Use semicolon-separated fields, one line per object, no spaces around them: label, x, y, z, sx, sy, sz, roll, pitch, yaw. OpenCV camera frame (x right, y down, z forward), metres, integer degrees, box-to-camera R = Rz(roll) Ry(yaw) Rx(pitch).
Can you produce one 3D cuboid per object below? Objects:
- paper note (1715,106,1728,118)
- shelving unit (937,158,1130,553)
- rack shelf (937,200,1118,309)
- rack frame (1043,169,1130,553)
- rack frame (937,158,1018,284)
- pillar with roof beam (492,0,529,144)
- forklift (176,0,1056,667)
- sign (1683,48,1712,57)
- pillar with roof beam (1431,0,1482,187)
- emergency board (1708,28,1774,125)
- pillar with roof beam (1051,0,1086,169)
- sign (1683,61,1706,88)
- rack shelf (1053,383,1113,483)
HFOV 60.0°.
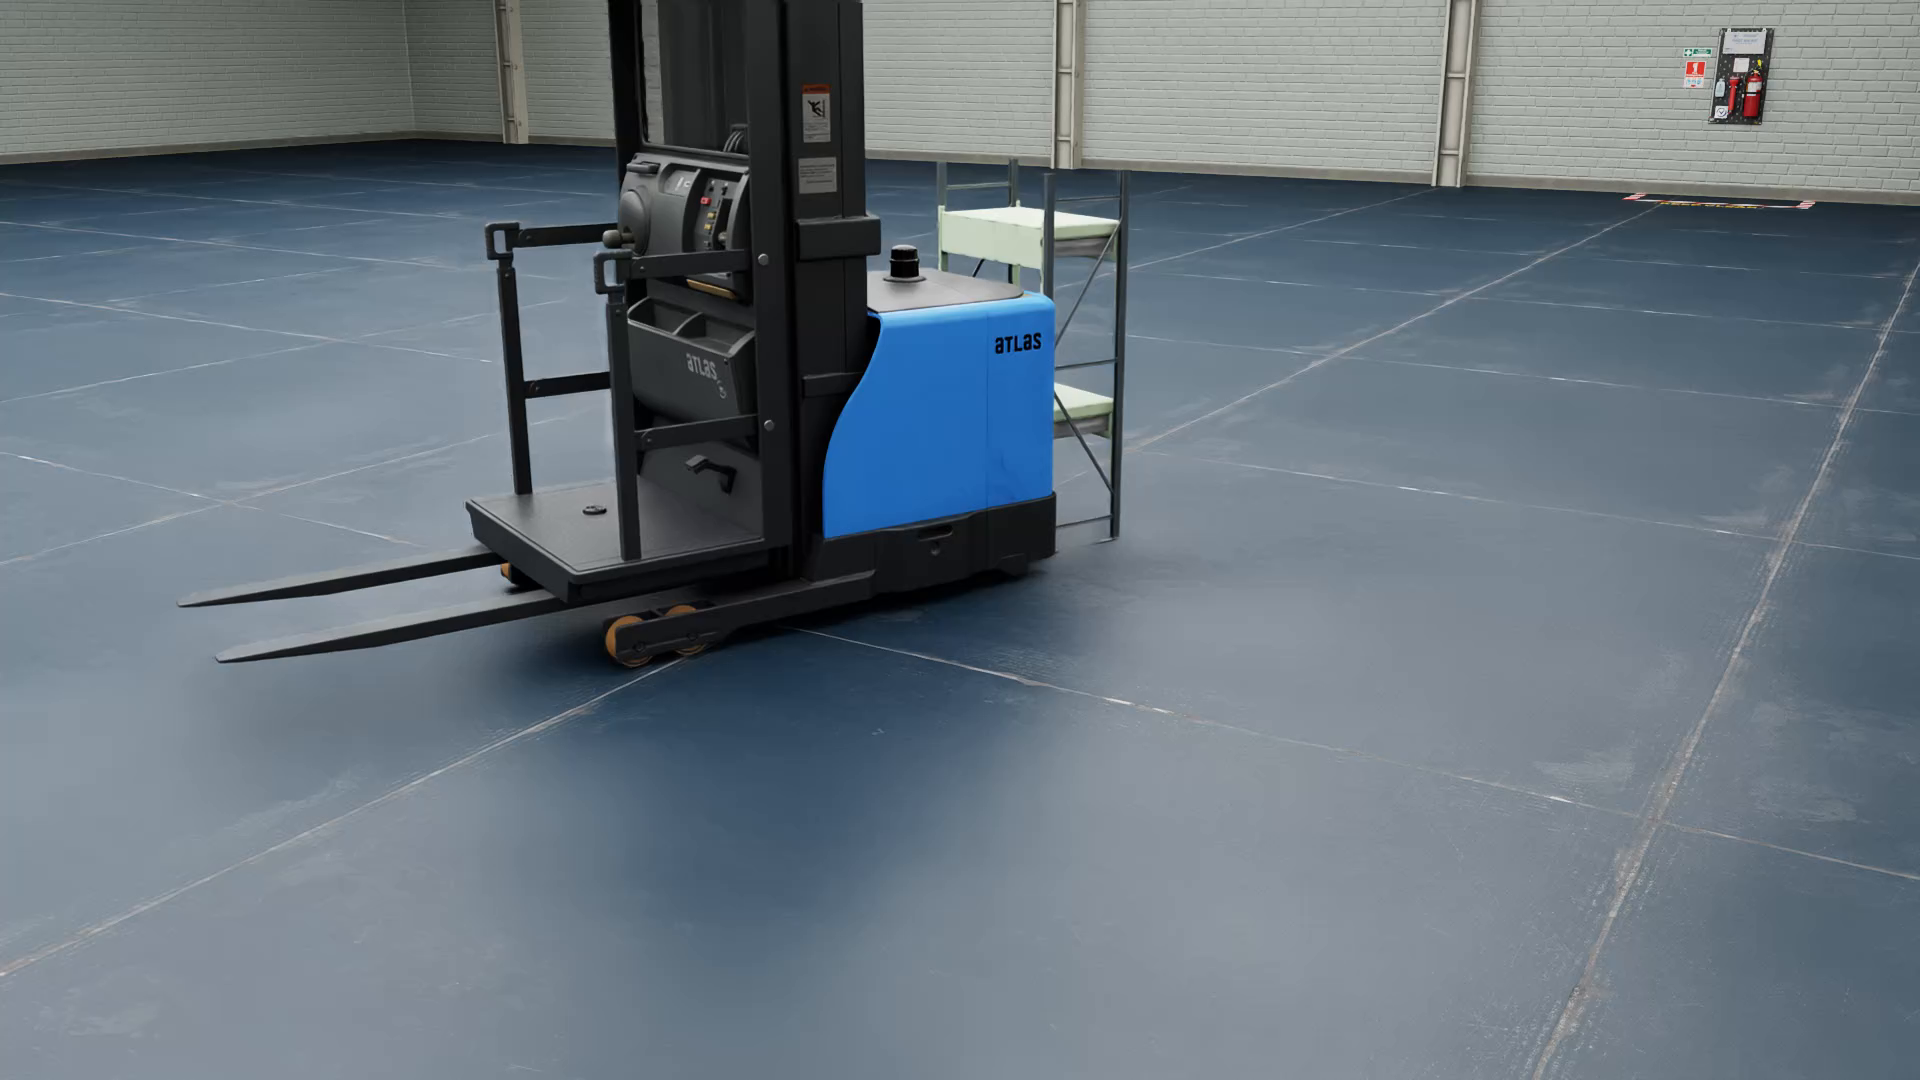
paper note;9.693;-5.448;21.170;0.142;0.148;0.016;10;20;30
shelving unit;0.282;-0.777;6.858;0.431;1.500;0.755;-11;20;-33
rack shelf;0.282;-1.150;6.744;0.431;0.370;0.720;-11;20;-33
rack frame;0.488;-0.689;6.569;0.400;1.500;0.023;-11;20;-33
rack frame;0.076;-0.865;7.147;0.400;1.500;0.023;-11;20;-33
pillar with roof beam;-10.810;-10.895;27.264;0.400;9.000;9.100;10;20;30
forklift;-1.134;-1.157;5.646;3.031;2.935;1.130;-11;20;-33
sign;9.390;-6.202;21.166;0.331;0.109;0.001;10;20;30
pillar with roof beam;4.528;-8.157;18.251;0.400;9.000;9.100;10;20;30
emergency board;9.808;-5.825;20.897;0.643;1.169;0.194;10;20;30
pillar with roof beam;-0.585;-9.069;21.255;0.400;9.000;9.100;10;20;30
sign;9.391;-5.952;21.253;0.234;0.329;0.001;10;20;30
rack shelf;0.282;-0.465;6.953;0.431;0.370;0.720;-11;20;-33
